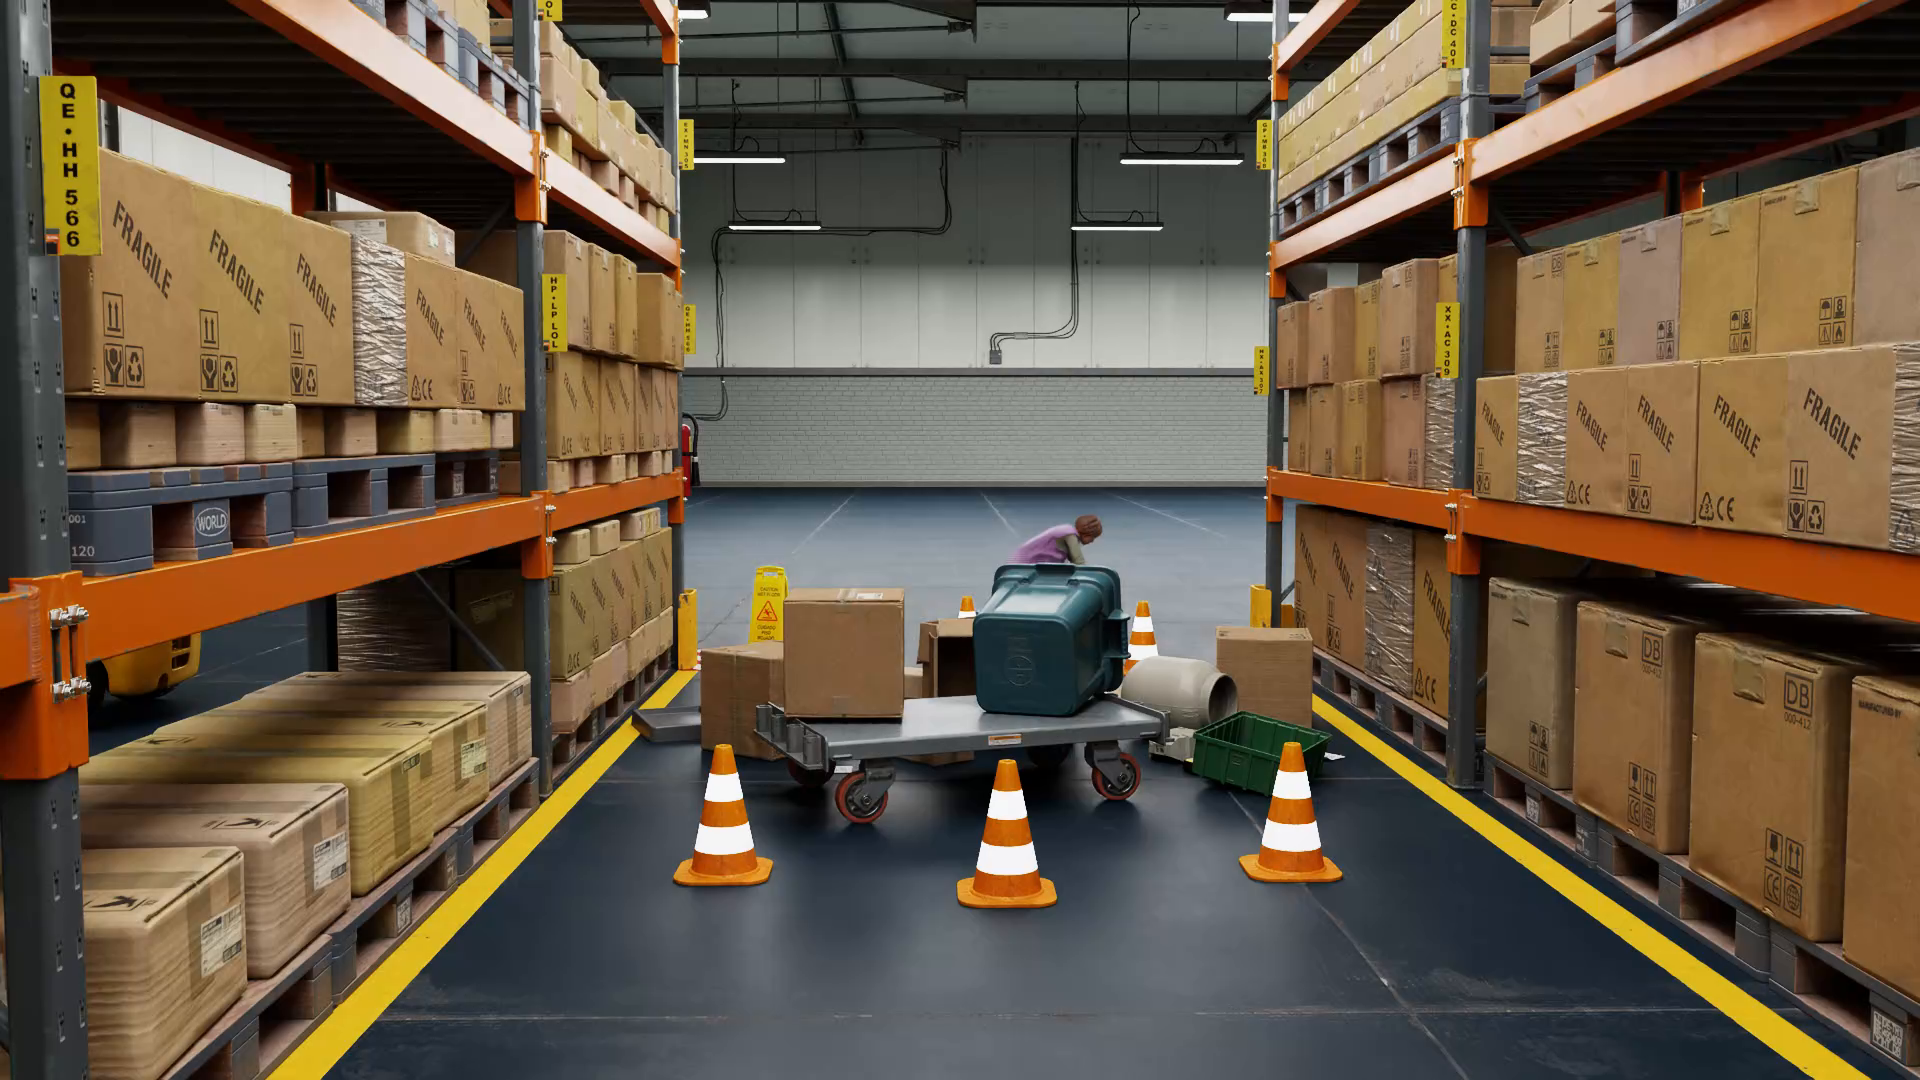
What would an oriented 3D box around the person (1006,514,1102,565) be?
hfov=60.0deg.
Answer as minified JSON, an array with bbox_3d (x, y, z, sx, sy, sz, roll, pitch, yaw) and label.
[{"bbox_3d":[0.760,0.254,13.084,0.829,0.911,0.420,0,4,-3],"label":"person"}]
